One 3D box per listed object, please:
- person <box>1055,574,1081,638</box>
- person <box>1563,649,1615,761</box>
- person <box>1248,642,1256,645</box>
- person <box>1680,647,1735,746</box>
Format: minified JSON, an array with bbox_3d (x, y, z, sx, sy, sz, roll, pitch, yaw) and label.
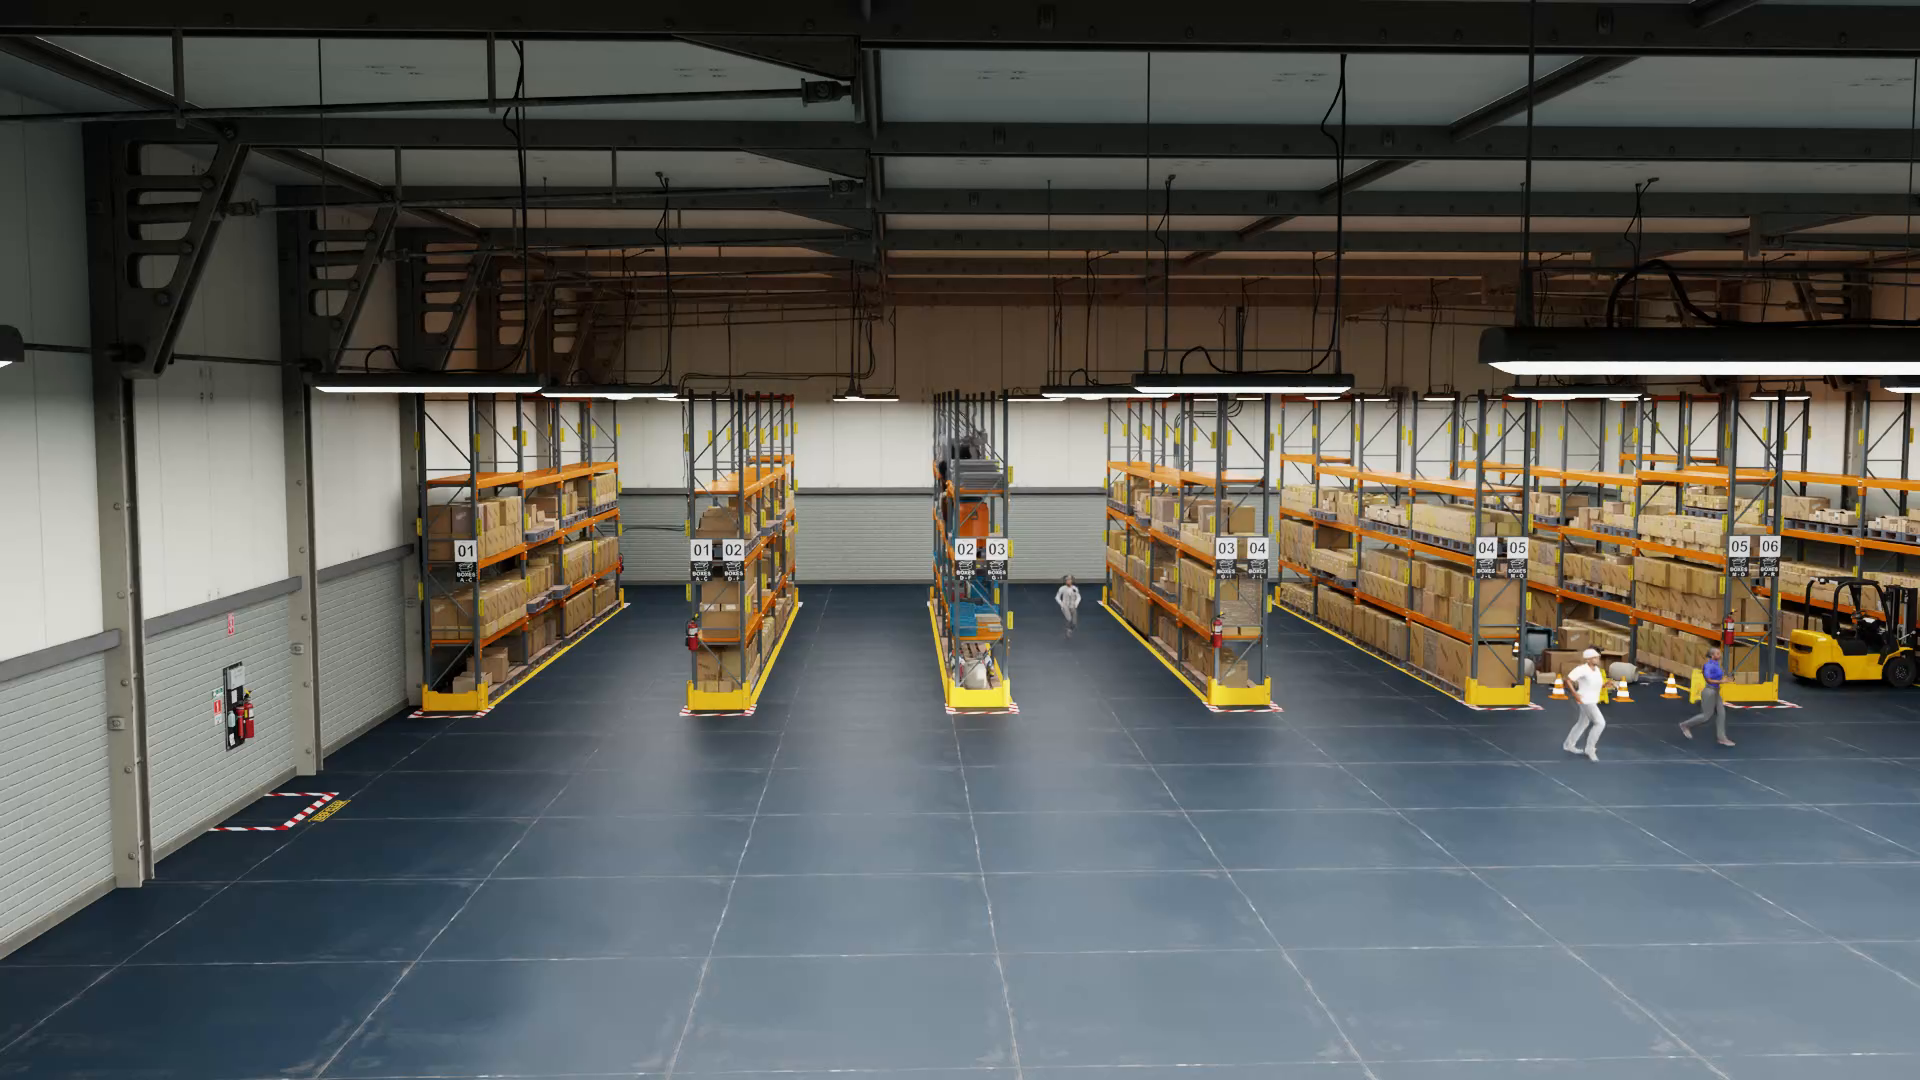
[{"bbox_3d":[2.596,1.585,39.599,0.615,1.559,0.679,-1,5,-9],"label":"person"},{"bbox_3d":[10.189,2.665,26.943,0.755,1.829,0.660,3,6,37],"label":"person"},{"bbox_3d":[6.941,1.612,39.880,0.661,1.744,0.733,-1,5,-13],"label":"person"},{"bbox_3d":[12.597,2.611,27.960,0.875,1.629,0.598,4,6,37],"label":"person"}]
